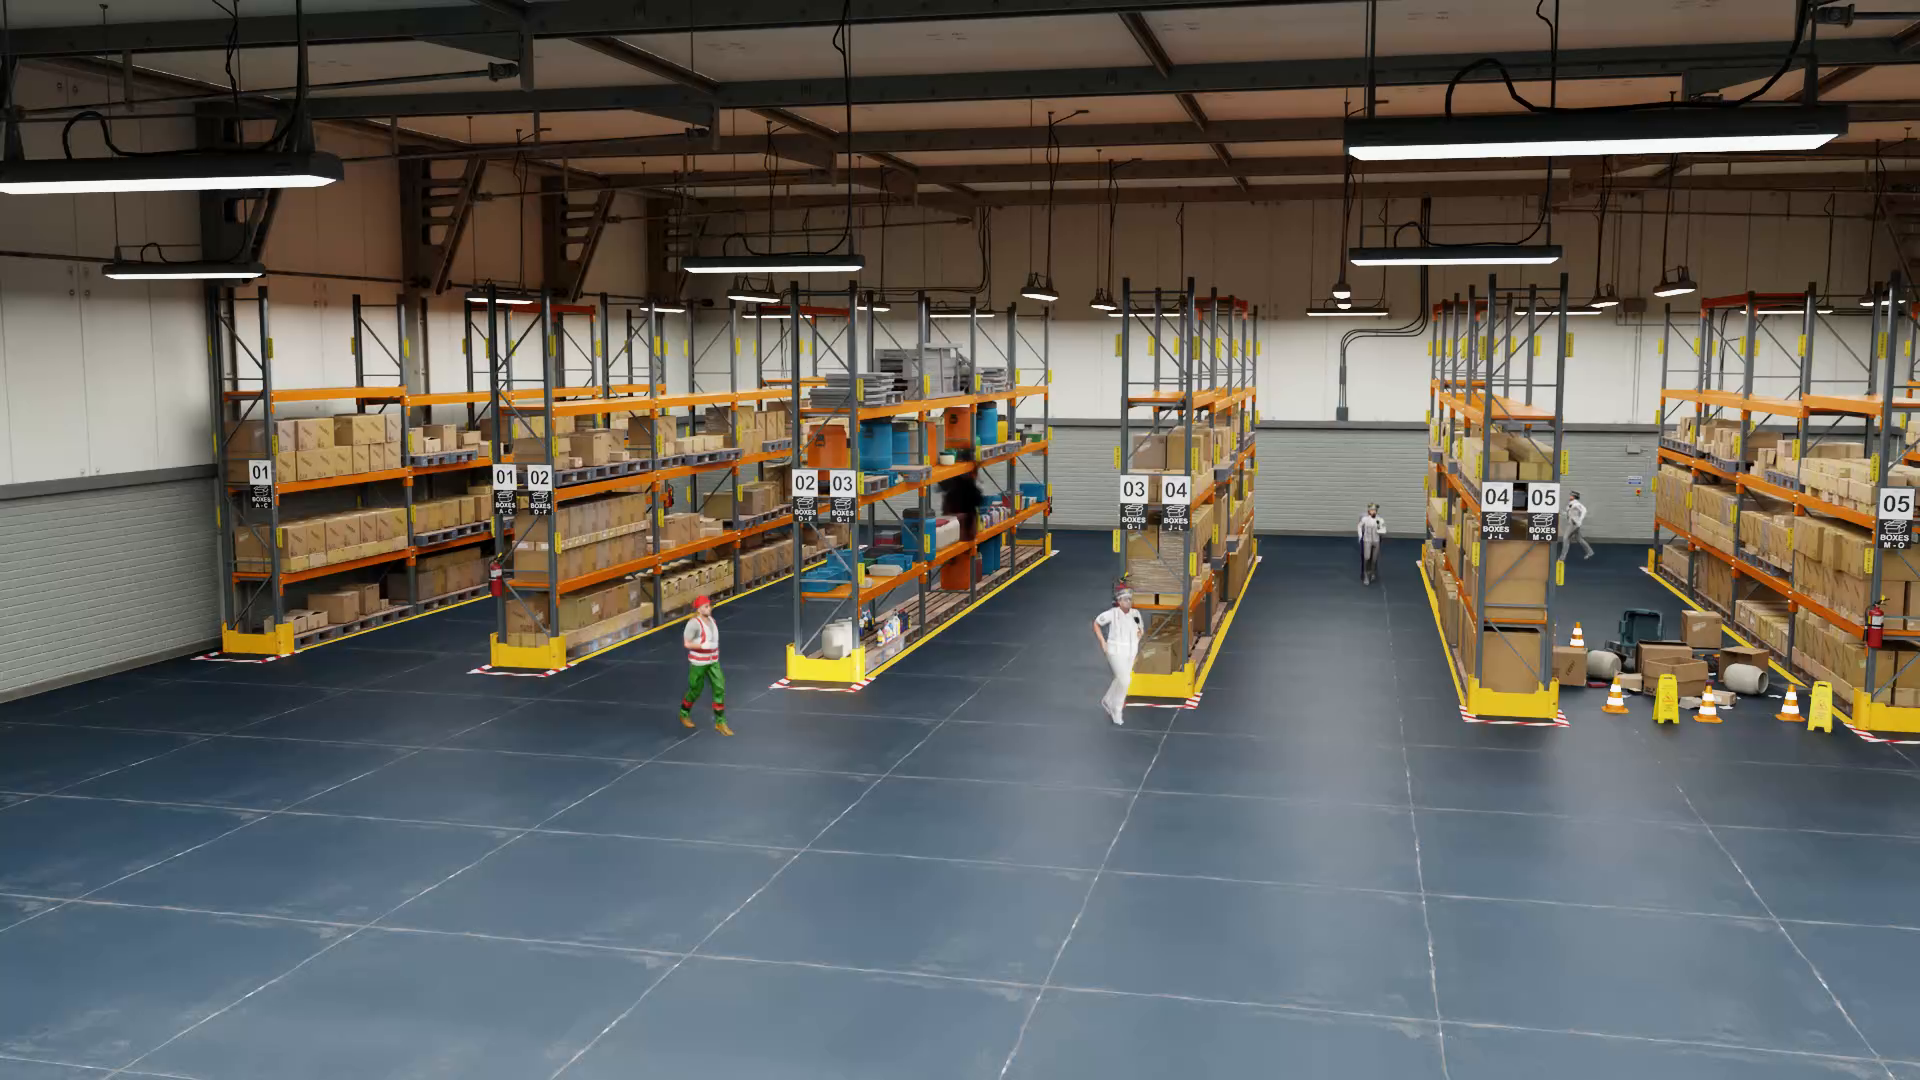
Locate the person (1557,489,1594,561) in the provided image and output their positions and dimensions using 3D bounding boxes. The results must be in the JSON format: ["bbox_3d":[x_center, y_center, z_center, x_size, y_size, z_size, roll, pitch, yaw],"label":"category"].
[{"bbox_3d":[14.439,-0.335,39.002,0.890,1.717,0.591,2,7,18],"label":"person"}]

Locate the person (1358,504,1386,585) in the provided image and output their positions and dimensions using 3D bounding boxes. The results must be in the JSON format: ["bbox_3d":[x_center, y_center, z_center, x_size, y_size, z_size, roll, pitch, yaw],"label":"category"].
[{"bbox_3d":[8.793,0.089,35.520,0.571,1.749,0.733,1,7,10],"label":"person"}]

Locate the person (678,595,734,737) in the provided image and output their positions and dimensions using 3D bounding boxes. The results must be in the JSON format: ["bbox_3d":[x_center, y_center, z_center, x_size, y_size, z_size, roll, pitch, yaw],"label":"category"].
[{"bbox_3d":[-3.351,1.621,21.598,0.884,1.827,0.646,6,9,40],"label":"person"}]

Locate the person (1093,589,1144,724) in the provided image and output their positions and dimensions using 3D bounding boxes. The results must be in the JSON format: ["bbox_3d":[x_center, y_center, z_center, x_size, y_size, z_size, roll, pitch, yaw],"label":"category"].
[{"bbox_3d":[2.193,1.563,22.512,0.644,1.837,0.733,-4,8,-32],"label":"person"}]

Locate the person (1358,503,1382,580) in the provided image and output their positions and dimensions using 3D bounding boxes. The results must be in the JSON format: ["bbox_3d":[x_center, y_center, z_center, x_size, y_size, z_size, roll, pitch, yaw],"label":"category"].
[{"bbox_3d":[8.989,0.034,36.397,0.589,1.698,0.755,2,7,18],"label":"person"}]
